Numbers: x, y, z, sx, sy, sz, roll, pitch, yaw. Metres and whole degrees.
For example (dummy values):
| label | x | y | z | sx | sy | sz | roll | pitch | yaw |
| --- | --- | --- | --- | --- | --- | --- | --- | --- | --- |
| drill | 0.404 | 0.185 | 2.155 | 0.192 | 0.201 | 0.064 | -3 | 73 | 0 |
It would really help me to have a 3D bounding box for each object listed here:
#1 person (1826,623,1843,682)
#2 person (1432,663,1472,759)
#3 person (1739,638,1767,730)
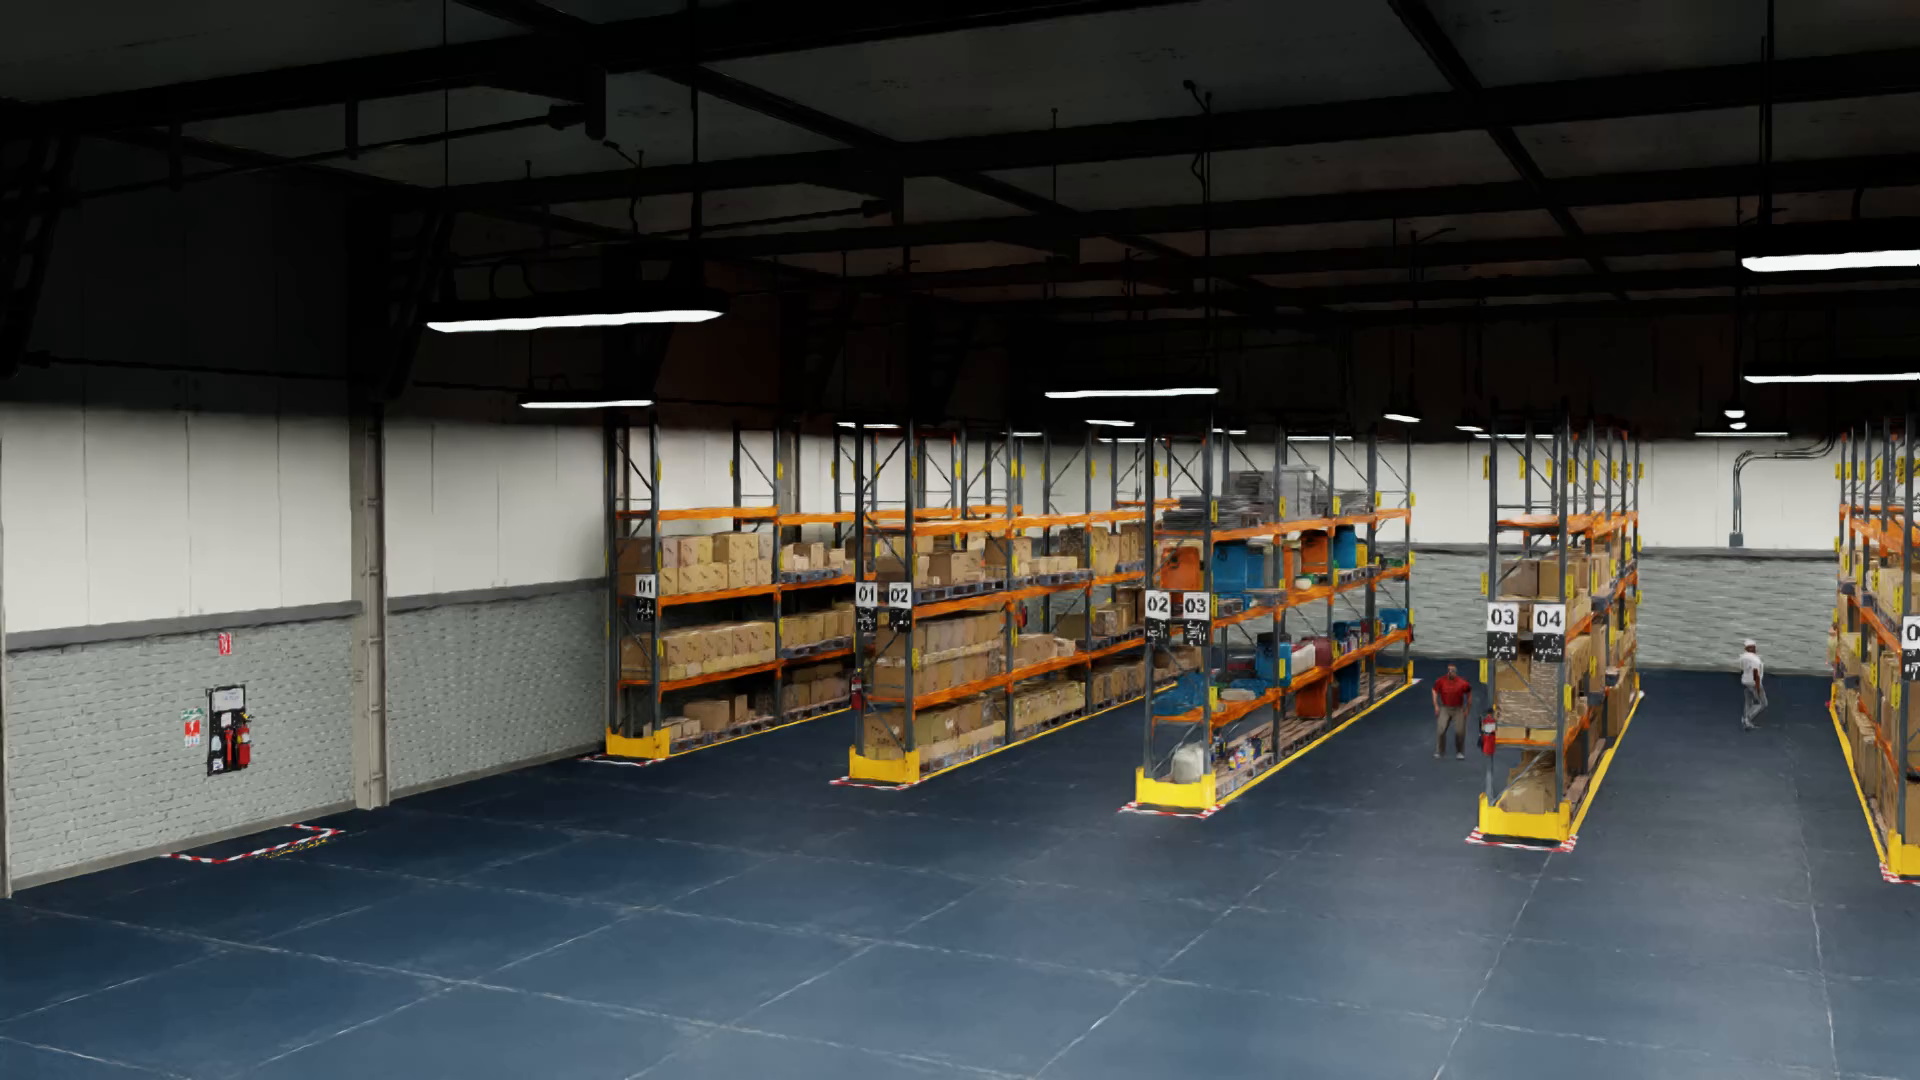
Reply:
| label | x | y | z | sx | sy | sz | roll | pitch | yaw |
| --- | --- | --- | --- | --- | --- | --- | --- | --- | --- |
| person | 19.163 | 2.656 | 36.270 | 0.524 | 1.695 | 0.549 | 0 | 2 | -12 |
| person | 8.530 | 2.955 | 28.844 | 0.682 | 1.676 | 0.521 | 1 | 3 | 23 |
| person | 15.203 | 2.774 | 31.955 | 0.456 | 1.763 | 0.610 | 0 | 2 | -2 |
